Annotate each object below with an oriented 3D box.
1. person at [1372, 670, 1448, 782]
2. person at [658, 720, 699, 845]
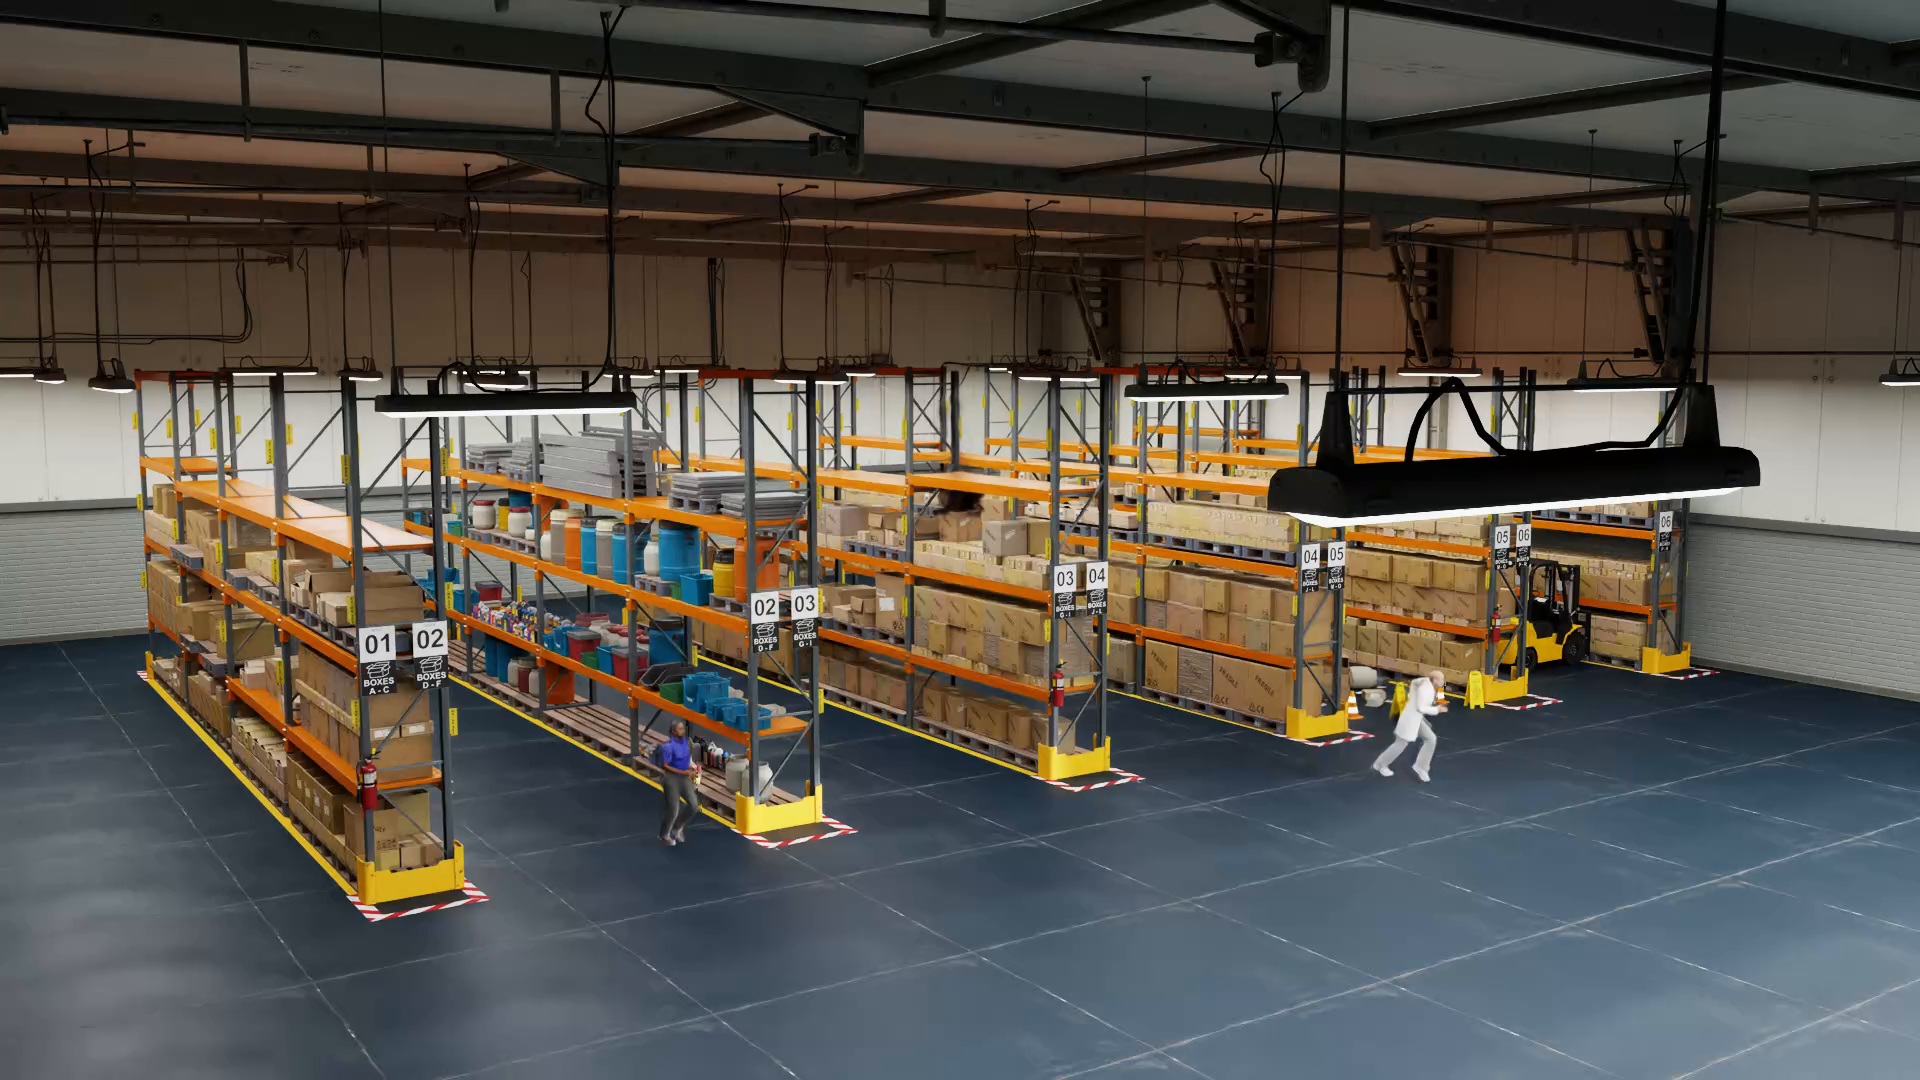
[{"bbox_3d":[6.674,2.842,24.644,1.072,1.554,0.690,3,7,23],"label":"person"},{"bbox_3d":[-3.590,3.116,21.386,0.639,1.638,0.599,4,8,32],"label":"person"}]
